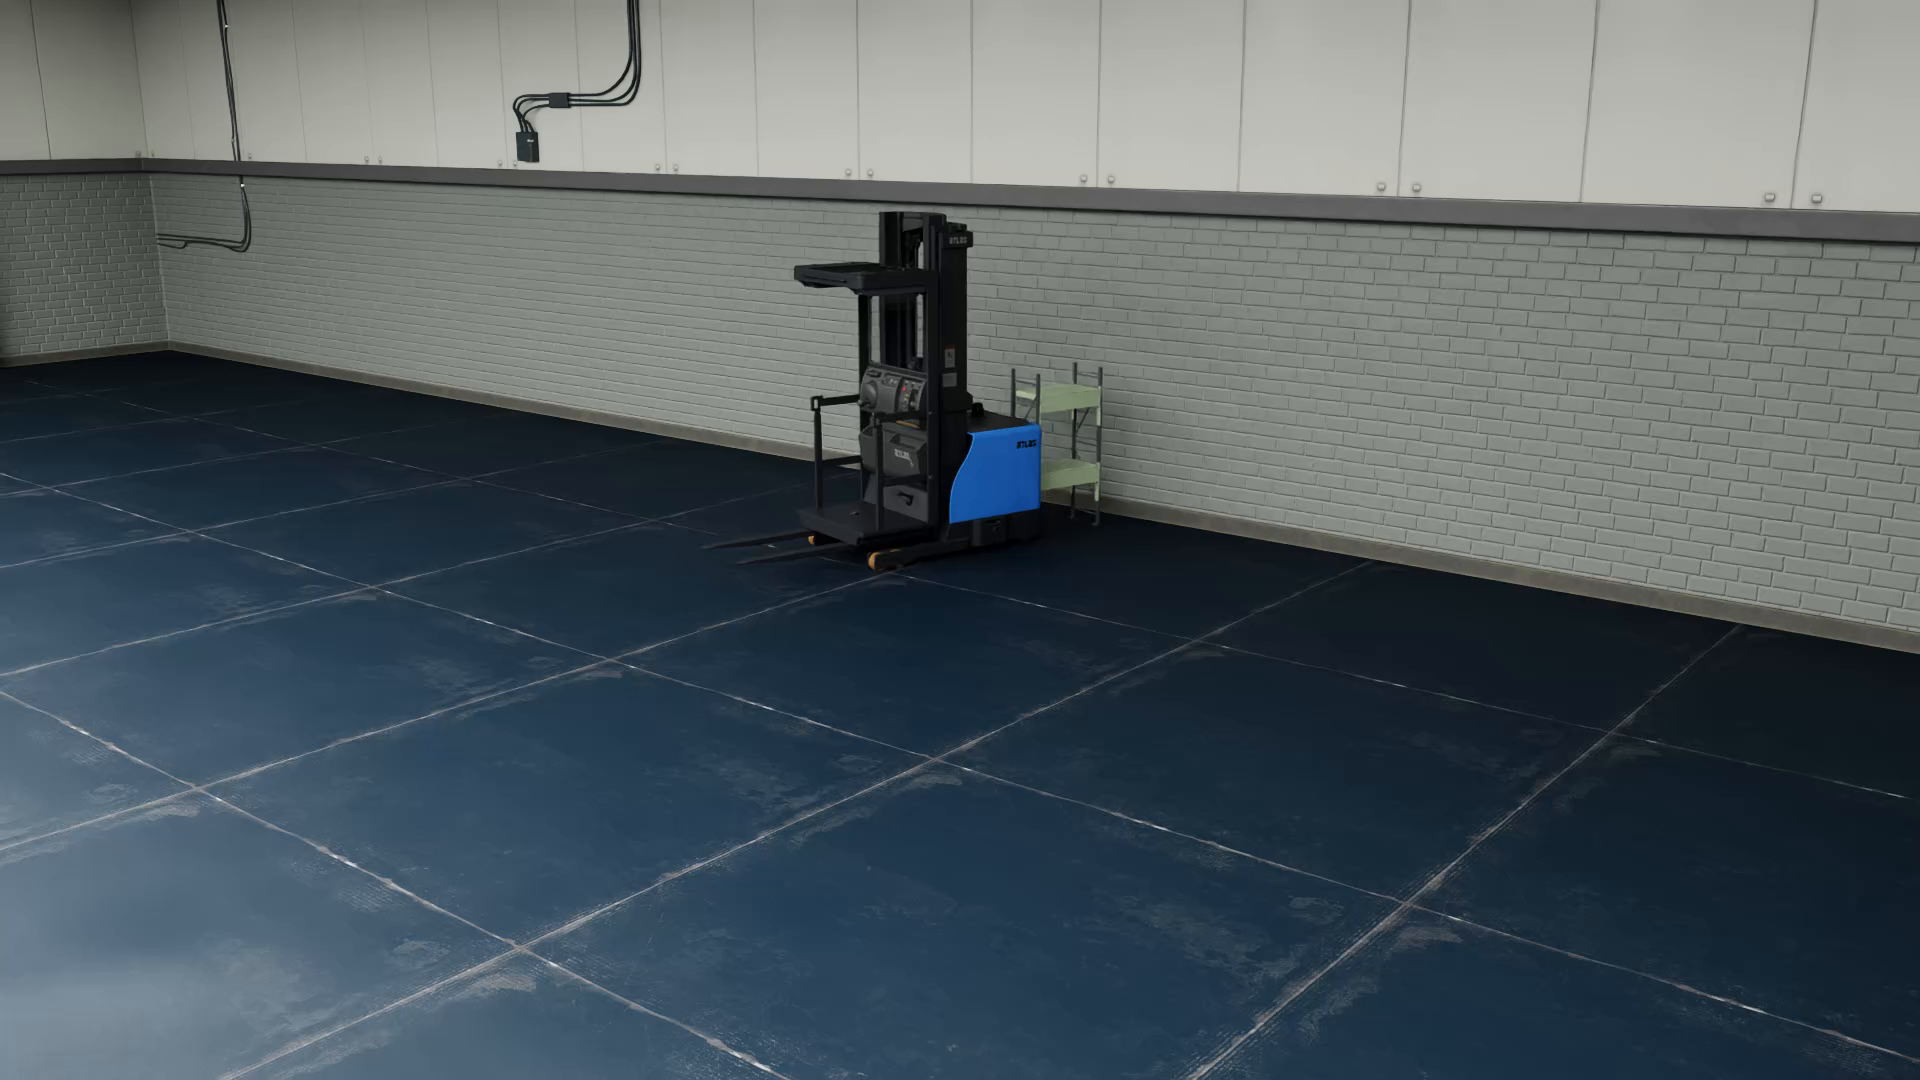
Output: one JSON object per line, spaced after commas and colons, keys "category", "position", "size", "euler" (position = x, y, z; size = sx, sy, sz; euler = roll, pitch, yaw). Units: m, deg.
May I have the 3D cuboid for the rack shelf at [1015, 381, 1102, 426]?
{"category": "rack shelf", "position": [0.891, -1.230, 15.332], "size": [0.720, 0.370, 0.431], "euler": [-10, 17, -34]}

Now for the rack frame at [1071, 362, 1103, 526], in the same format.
{"category": "rack frame", "position": [1.188, -0.904, 15.635], "size": [0.023, 1.500, 0.400], "euler": [-10, 17, -34]}

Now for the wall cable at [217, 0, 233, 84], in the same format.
{"category": "wall cable", "position": [-9.864, -7.806, 23.624], "size": [3.097, 2.526, 0.112], "euler": [11, 18, 38]}

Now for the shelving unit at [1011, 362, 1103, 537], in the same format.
{"category": "shelving unit", "position": [0.891, -0.851, 15.428], "size": [0.755, 1.500, 0.431], "euler": [-10, 17, -34]}

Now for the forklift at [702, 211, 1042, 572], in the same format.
{"category": "forklift", "position": [-0.750, -1.300, 14.288], "size": [3.031, 2.935, 1.130], "euler": [-10, 17, -34]}

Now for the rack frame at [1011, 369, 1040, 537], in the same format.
{"category": "rack frame", "position": [0.593, -0.799, 15.221], "size": [0.023, 1.500, 0.400], "euler": [-10, 17, -34]}

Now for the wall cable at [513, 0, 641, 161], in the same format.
{"category": "wall cable", "position": [-4.594, -7.458, 19.298], "size": [2.305, 6.003, 0.169], "euler": [11, 18, 38]}

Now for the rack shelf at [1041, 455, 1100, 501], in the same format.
{"category": "rack shelf", "position": [0.891, -0.535, 15.508], "size": [0.720, 0.370, 0.431], "euler": [-10, 17, -34]}

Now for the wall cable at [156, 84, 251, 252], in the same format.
{"category": "wall cable", "position": [-11.968, -5.777, 25.894], "size": [3.097, 2.526, 0.112], "euler": [11, 18, 38]}
